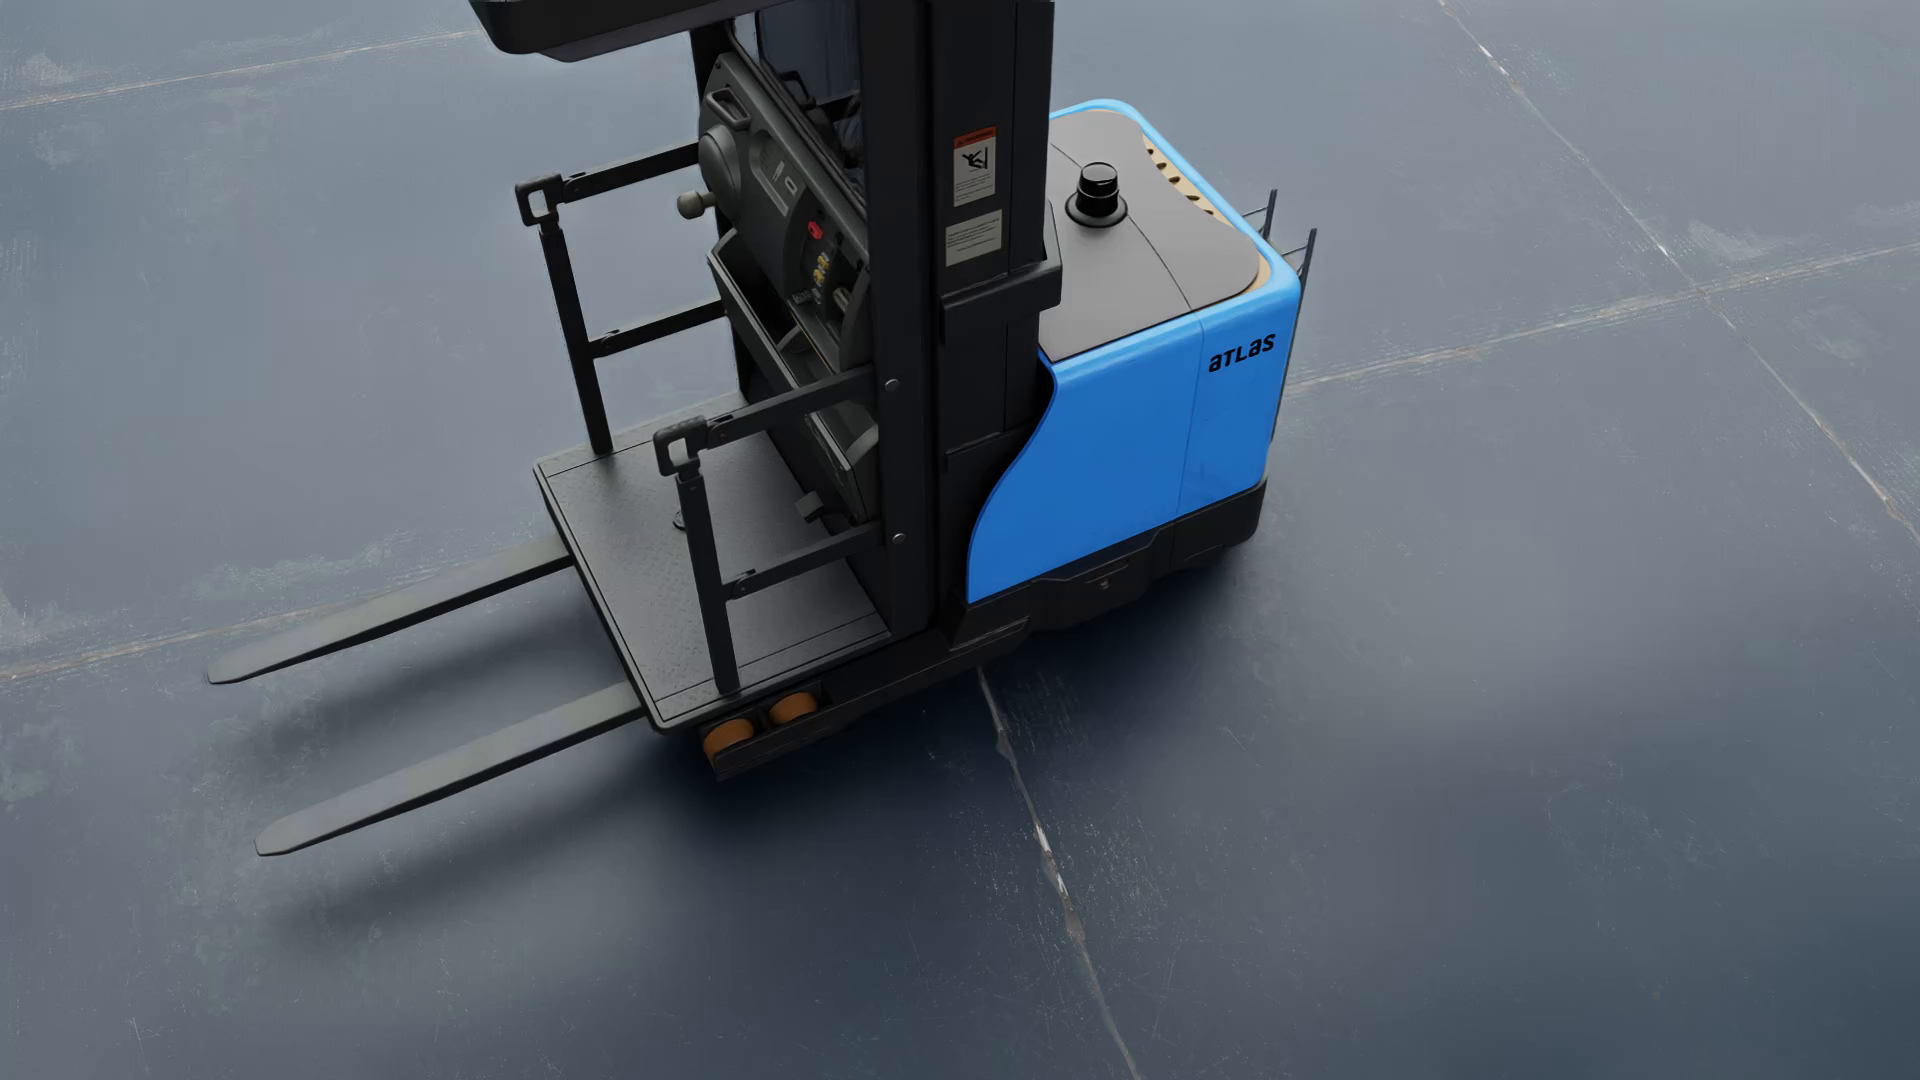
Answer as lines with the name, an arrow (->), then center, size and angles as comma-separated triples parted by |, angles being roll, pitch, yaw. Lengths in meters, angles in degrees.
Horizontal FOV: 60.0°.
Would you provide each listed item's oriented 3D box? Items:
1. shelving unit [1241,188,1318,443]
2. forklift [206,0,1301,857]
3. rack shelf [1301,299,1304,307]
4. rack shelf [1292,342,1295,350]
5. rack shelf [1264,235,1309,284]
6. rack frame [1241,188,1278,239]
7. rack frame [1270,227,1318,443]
shelving unit -> 0.885, -0.646, 5.205 | 0.258, 0.900, 0.210 | -22, 53, -17
forklift -> -0.615, -0.749, 3.965 | 3.031, 2.935, 1.130 | -22, 53, -17
rack shelf -> 0.886, -0.740, 5.093 | 0.258, 0.077, 0.200 | -22, 53, -17
rack shelf -> 0.885, -0.624, 5.231 | 0.258, 0.077, 0.200 | -22, 53, -17
rack shelf -> 0.886, -0.798, 5.025 | 0.258, 0.077, 0.200 | -22, 53, -17
rack frame -> 0.838, -0.715, 5.264 | 0.240, 0.900, 0.006 | -22, 53, -17
rack frame -> 0.932, -0.577, 5.147 | 0.240, 0.900, 0.006 | -22, 53, -17
